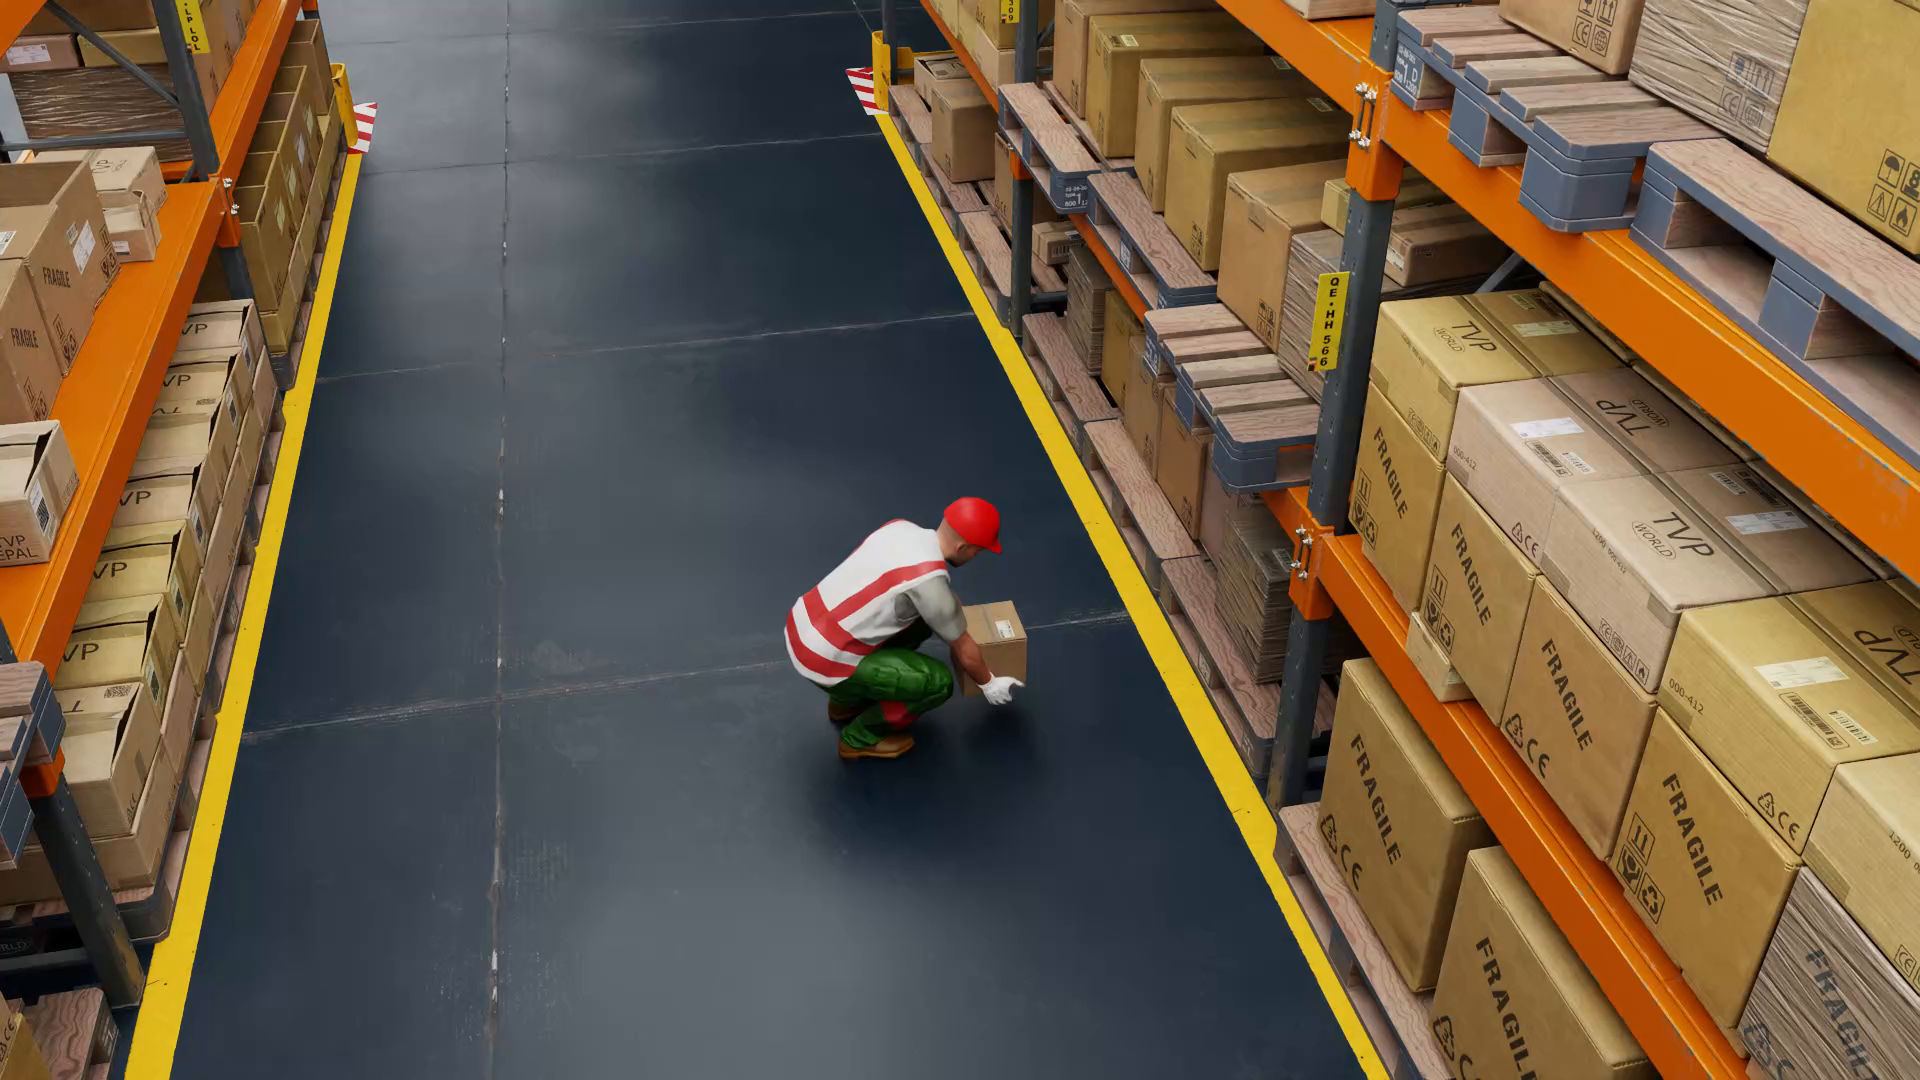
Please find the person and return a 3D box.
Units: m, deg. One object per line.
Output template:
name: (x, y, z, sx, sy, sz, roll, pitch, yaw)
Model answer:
person: (-0.220, 0.321, 6.364, 0.902, 0.994, 0.544, -8, 35, -11)
